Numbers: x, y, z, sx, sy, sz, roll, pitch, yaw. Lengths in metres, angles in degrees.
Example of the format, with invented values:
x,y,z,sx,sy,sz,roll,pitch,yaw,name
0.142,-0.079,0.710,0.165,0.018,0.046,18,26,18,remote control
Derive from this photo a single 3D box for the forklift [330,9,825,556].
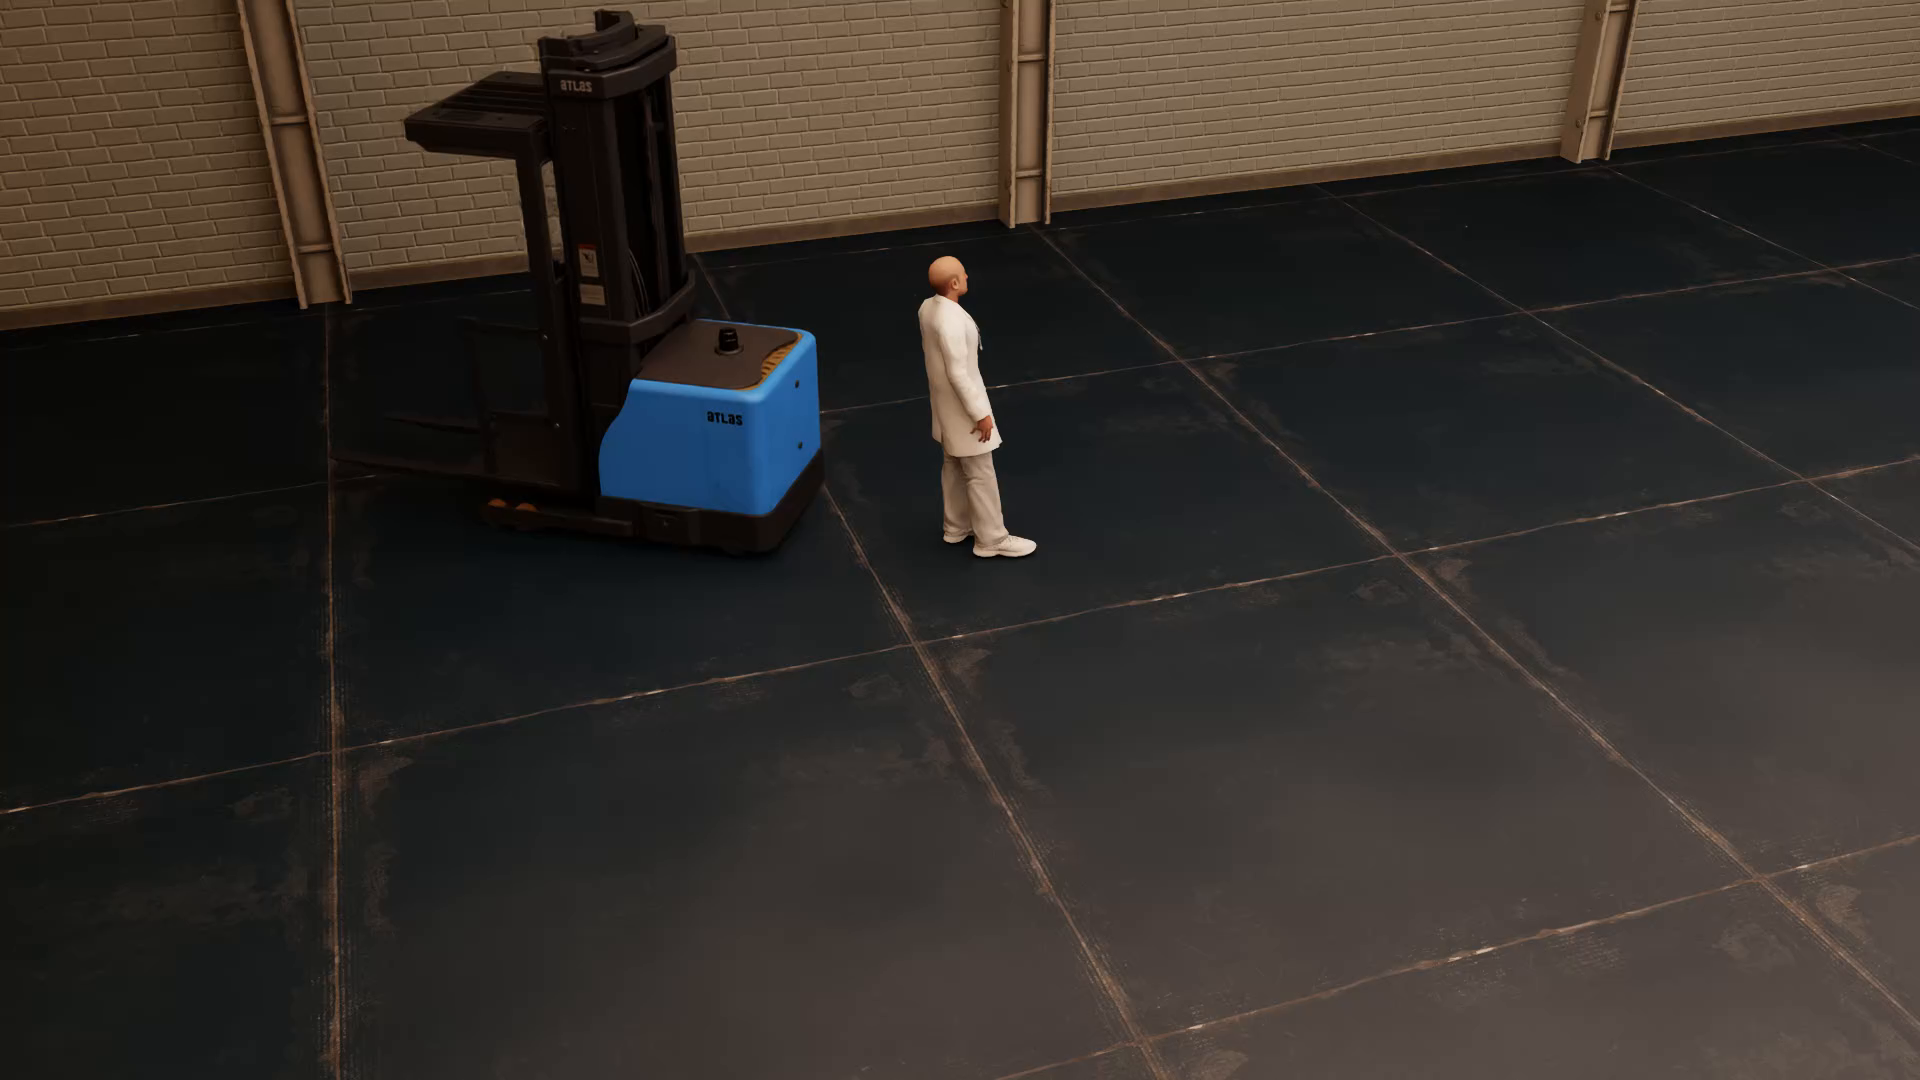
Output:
x,y,z,sx,sy,sz,roll,pitch,yaw,name
-2.433,-1.571,9.817,3.031,2.935,1.130,8,31,13,forklift

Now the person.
x,y,z,sx,sy,sz,roll,pitch,yaw,name
0.088,-0.790,9.601,0.578,1.778,0.698,-10,31,-16,person
